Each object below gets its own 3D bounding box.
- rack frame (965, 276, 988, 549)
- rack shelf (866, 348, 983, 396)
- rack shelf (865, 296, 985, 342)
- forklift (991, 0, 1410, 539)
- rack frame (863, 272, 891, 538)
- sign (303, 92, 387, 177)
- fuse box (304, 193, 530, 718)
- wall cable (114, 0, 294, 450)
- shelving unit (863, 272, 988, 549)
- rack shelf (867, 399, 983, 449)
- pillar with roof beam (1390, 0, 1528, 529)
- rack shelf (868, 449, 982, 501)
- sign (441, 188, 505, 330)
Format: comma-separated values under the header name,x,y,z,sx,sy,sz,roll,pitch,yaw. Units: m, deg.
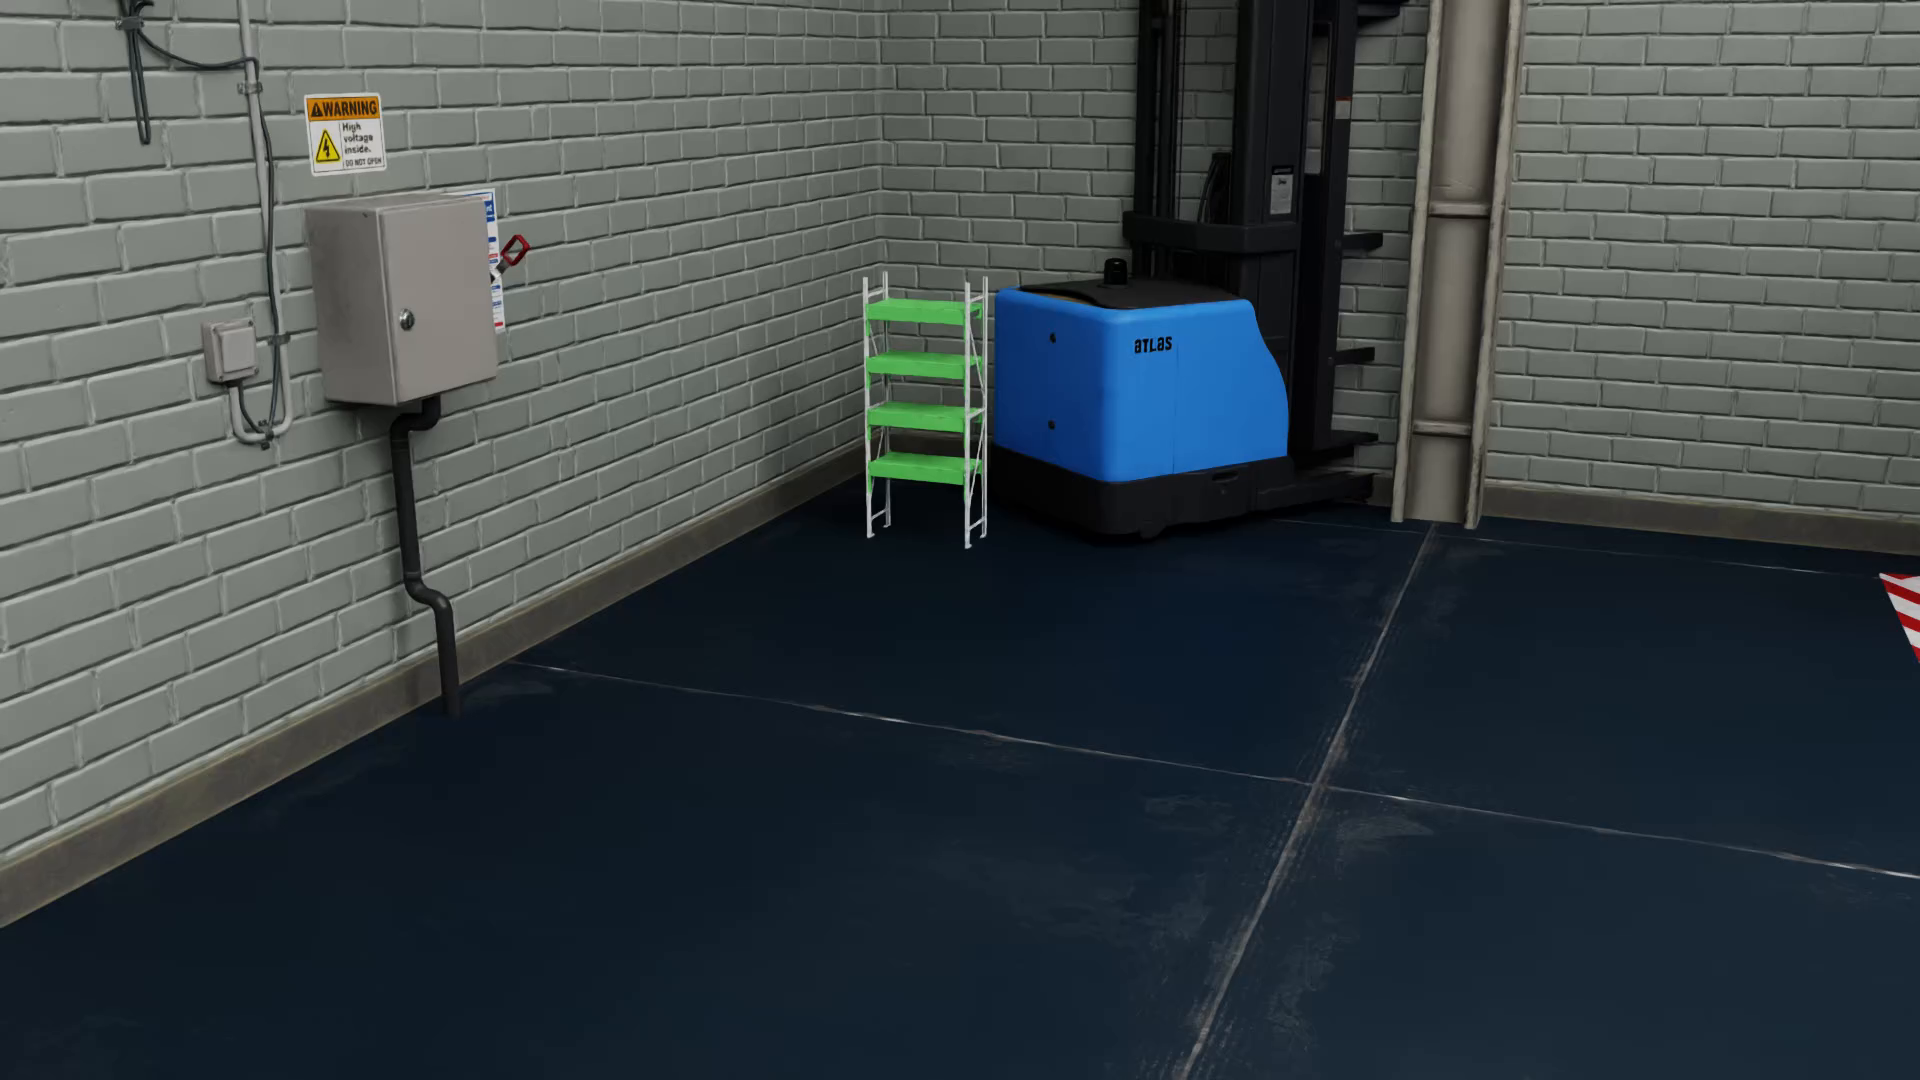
name,x,y,z,sx,sy,sz,roll,pitch,yaw
rack frame,0.073,-0.568,7.479,0.015,1.200,0.240,6,17,21
rack shelf,-0.154,-0.762,7.516,0.480,0.148,0.258,6,17,21
rack shelf,-0.154,-0.993,7.449,0.480,0.148,0.258,6,17,21
forklift,1.675,-1.698,8.266,3.031,2.935,1.130,-10,19,-30
rack frame,-0.381,-0.618,7.651,0.015,1.200,0.240,6,17,21
sign,-1.896,-1.257,5.141,0.001,0.242,0.339,6,17,21
fuse box,-1.683,-0.234,5.412,0.414,1.711,0.539,6,17,21
wall cable,-2.080,-1.180,4.536,0.122,1.984,0.588,6,17,21
shelving unit,-0.154,-0.593,7.565,0.503,1.200,0.258,6,17,21
rack shelf,-0.154,-0.532,7.583,0.480,0.148,0.258,6,17,21
pillar with roof beam,0.725,-3.314,2.950,0.400,9.000,9.100,6,17,21
rack shelf,-0.154,-0.301,7.649,0.480,0.148,0.258,6,17,21
sign,-1.695,-0.957,5.760,0.001,0.494,0.329,6,17,21
